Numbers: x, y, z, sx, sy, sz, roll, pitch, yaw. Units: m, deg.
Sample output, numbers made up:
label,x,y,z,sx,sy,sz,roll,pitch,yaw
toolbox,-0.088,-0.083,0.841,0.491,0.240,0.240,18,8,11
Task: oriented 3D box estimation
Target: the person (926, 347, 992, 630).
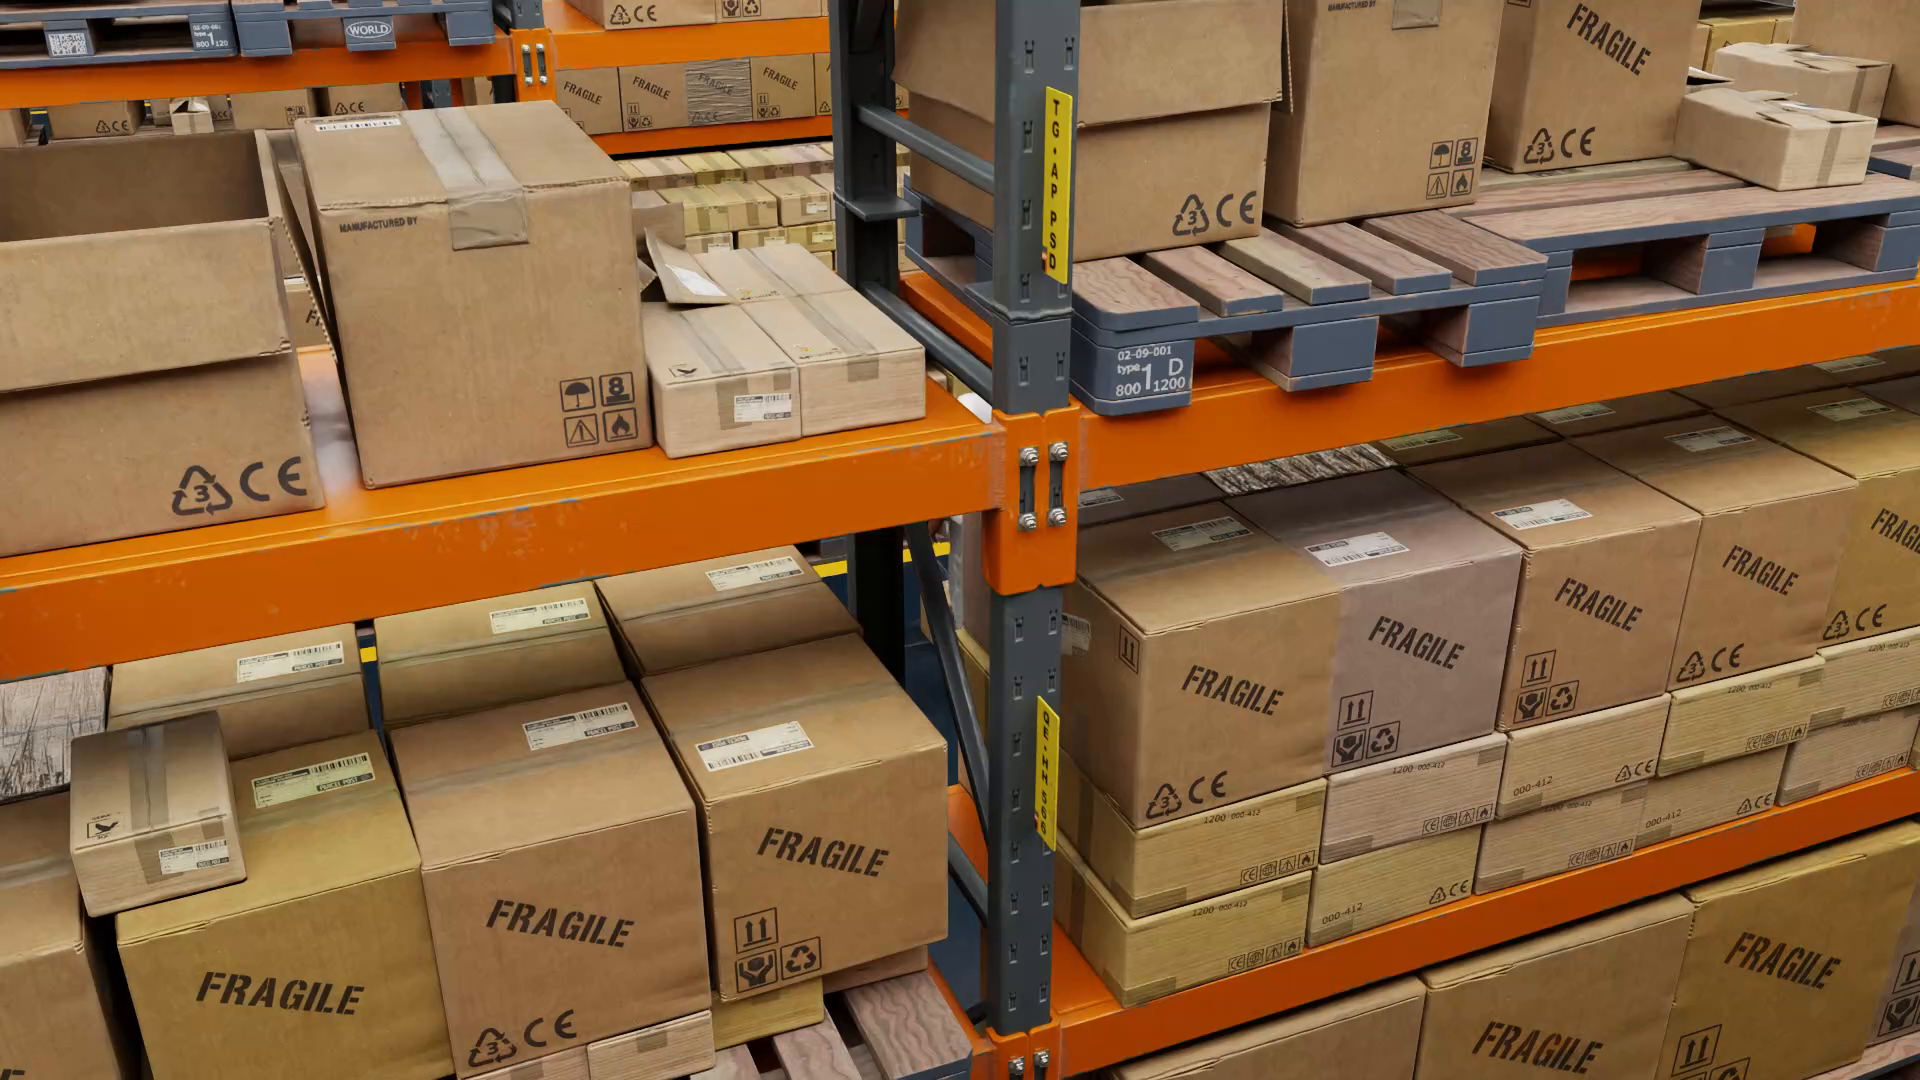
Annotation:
label,x,y,z,sx,sy,sz,roll,pitch,yaw
person,0.129,-0.105,7.351,0.588,1.725,0.438,-10,27,-19
